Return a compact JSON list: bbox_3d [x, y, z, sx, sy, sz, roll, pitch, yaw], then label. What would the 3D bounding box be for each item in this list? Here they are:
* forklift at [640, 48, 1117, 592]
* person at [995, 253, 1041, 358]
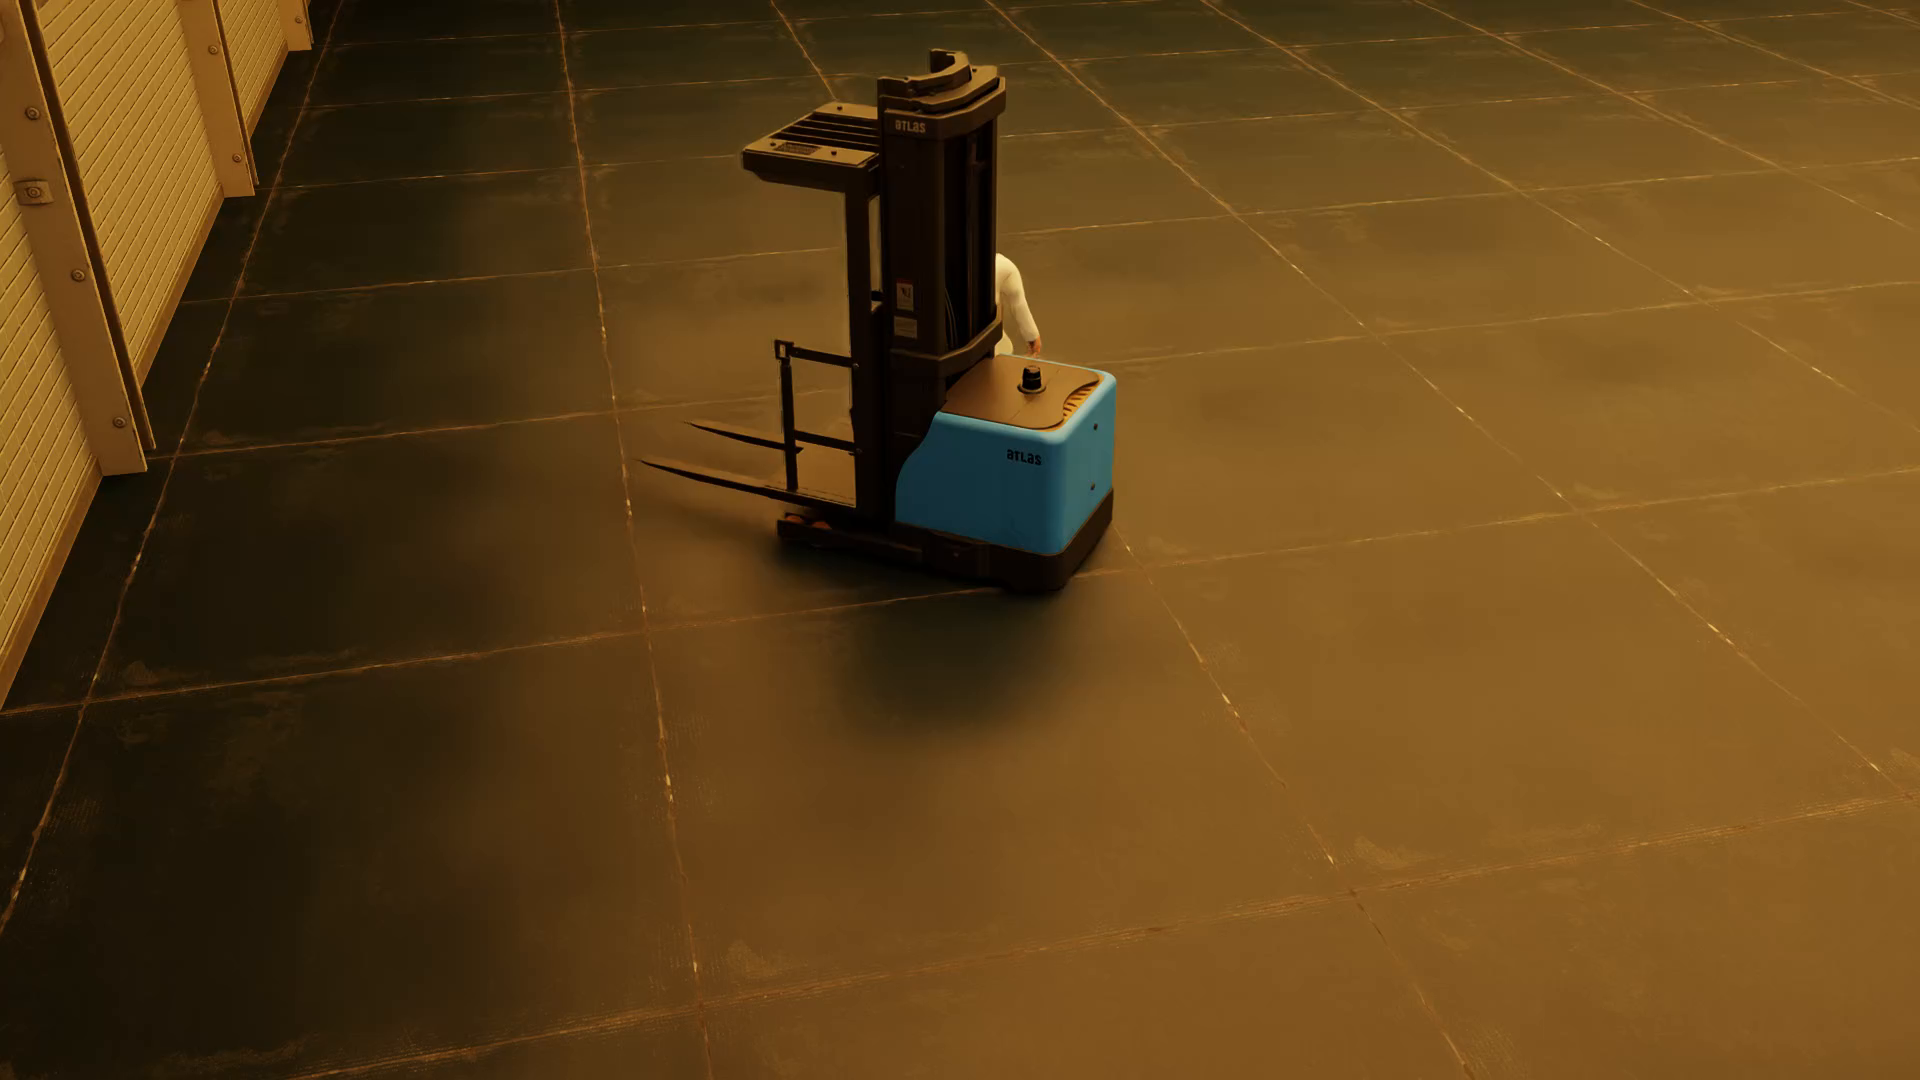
[{"bbox_3d":[-0.594,-1.443,10.067,3.031,2.935,1.130,13,32,21],"label":"forklift"},{"bbox_3d":[0.097,-1.323,11.113,1.138,1.719,0.494,-12,32,-19],"label":"person"}]
